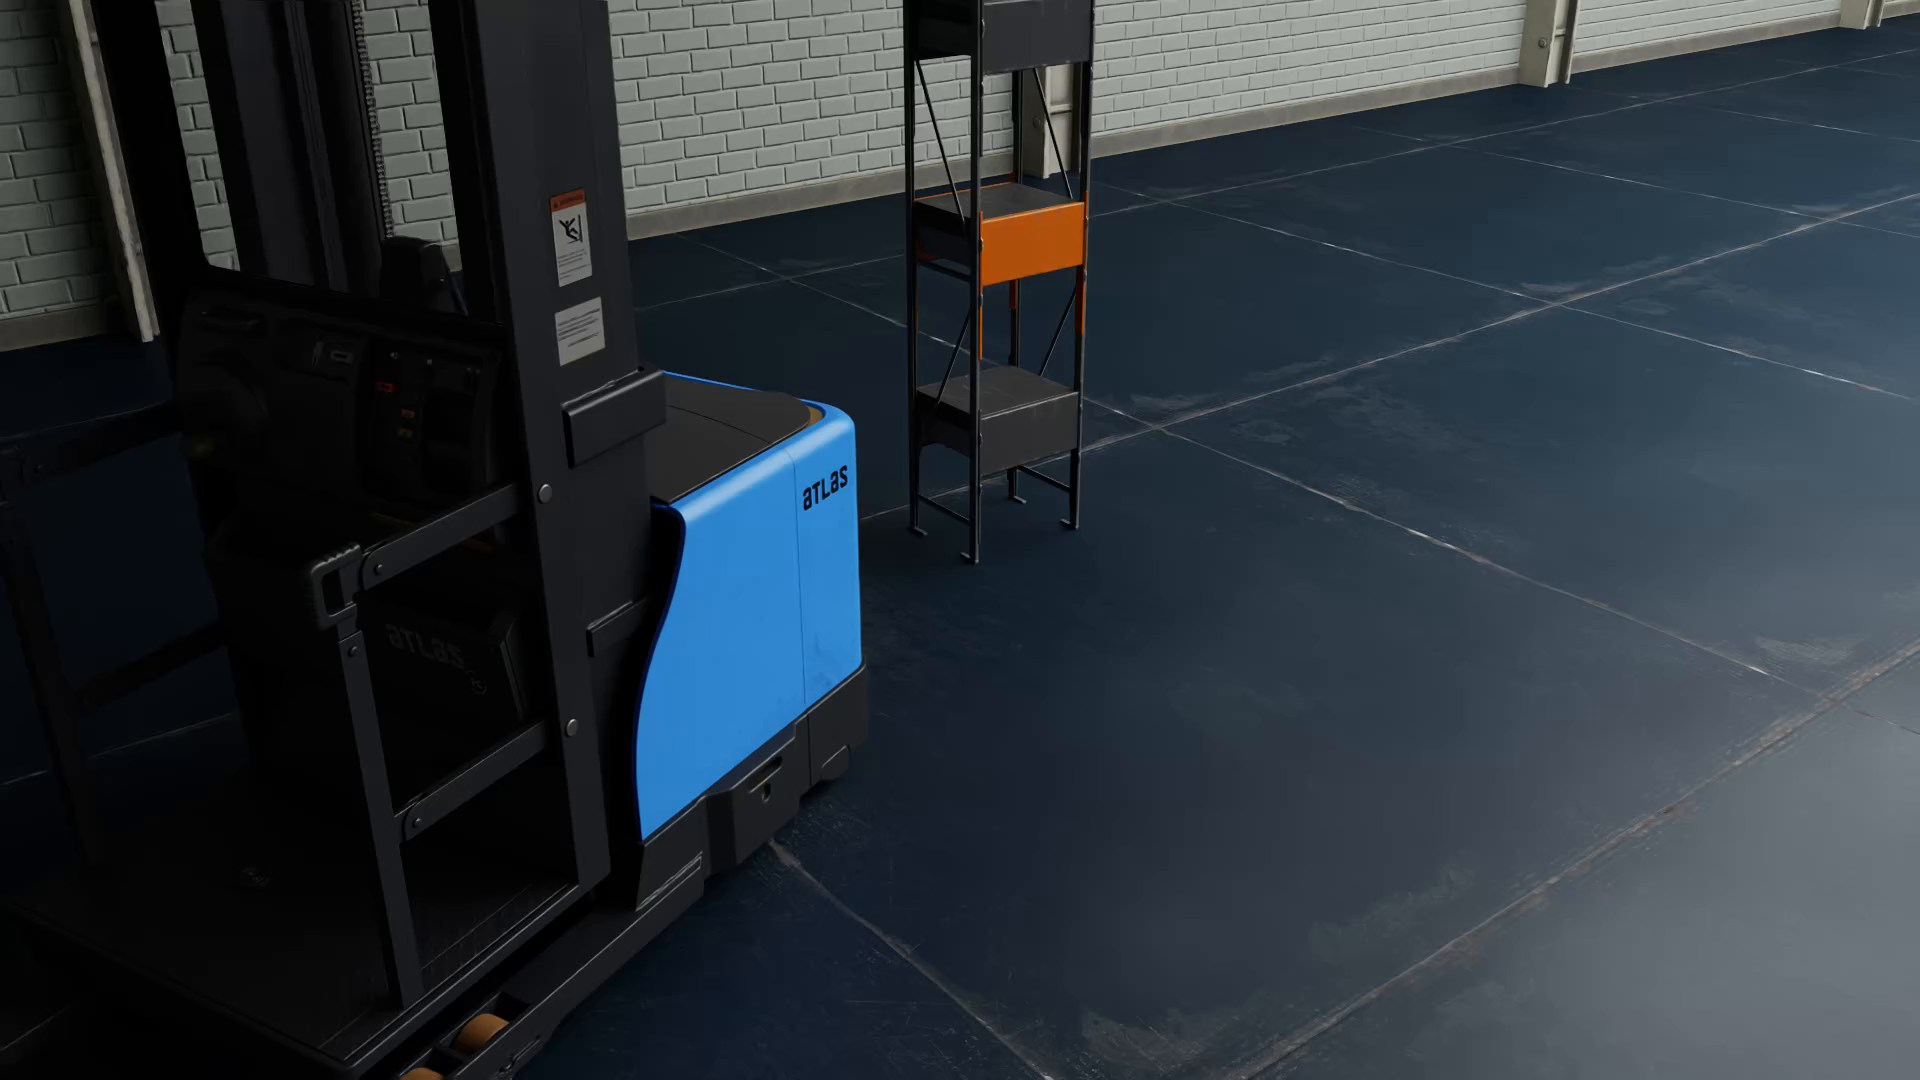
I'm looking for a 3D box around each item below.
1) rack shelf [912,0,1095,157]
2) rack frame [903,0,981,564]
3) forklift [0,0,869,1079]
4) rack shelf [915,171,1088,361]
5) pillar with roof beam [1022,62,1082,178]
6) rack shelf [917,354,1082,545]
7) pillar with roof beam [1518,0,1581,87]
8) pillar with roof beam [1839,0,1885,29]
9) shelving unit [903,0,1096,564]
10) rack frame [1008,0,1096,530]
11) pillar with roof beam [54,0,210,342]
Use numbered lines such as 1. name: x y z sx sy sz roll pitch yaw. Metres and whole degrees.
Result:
1. rack shelf: 0.130 -1.618 5.612 0.480 0.518 0.431 -18 31 -34
2. rack frame: -0.062 -0.932 5.764 0.015 2.100 0.400 -18 31 -34
3. forklift: -1.425 -0.268 3.345 1.130 2.935 3.031 13 28 26
4. rack shelf: 0.130 -0.983 5.906 0.480 0.518 0.431 -18 31 -34
5. pillar with roof beam: 3.306 -5.314 7.011 0.400 9.000 9.100 -18 31 -34
6. rack shelf: 0.130 -0.348 6.201 0.480 0.518 0.431 -18 31 -34
7. pillar with roof beam: 8.027 -6.873 10.369 0.400 9.000 9.100 -18 31 -34
8. pillar with roof beam: 12.749 -8.431 13.728 0.400 9.000 9.100 -18 31 -34
9. shelving unit: 0.130 -0.995 5.901 0.503 2.100 0.431 -18 31 -34
10. rack frame: 0.322 -1.059 6.037 0.015 2.100 0.400 -18 31 -34
11. pillar with roof beam: -1.416 -3.756 3.653 0.400 9.000 9.100 -18 31 -34
